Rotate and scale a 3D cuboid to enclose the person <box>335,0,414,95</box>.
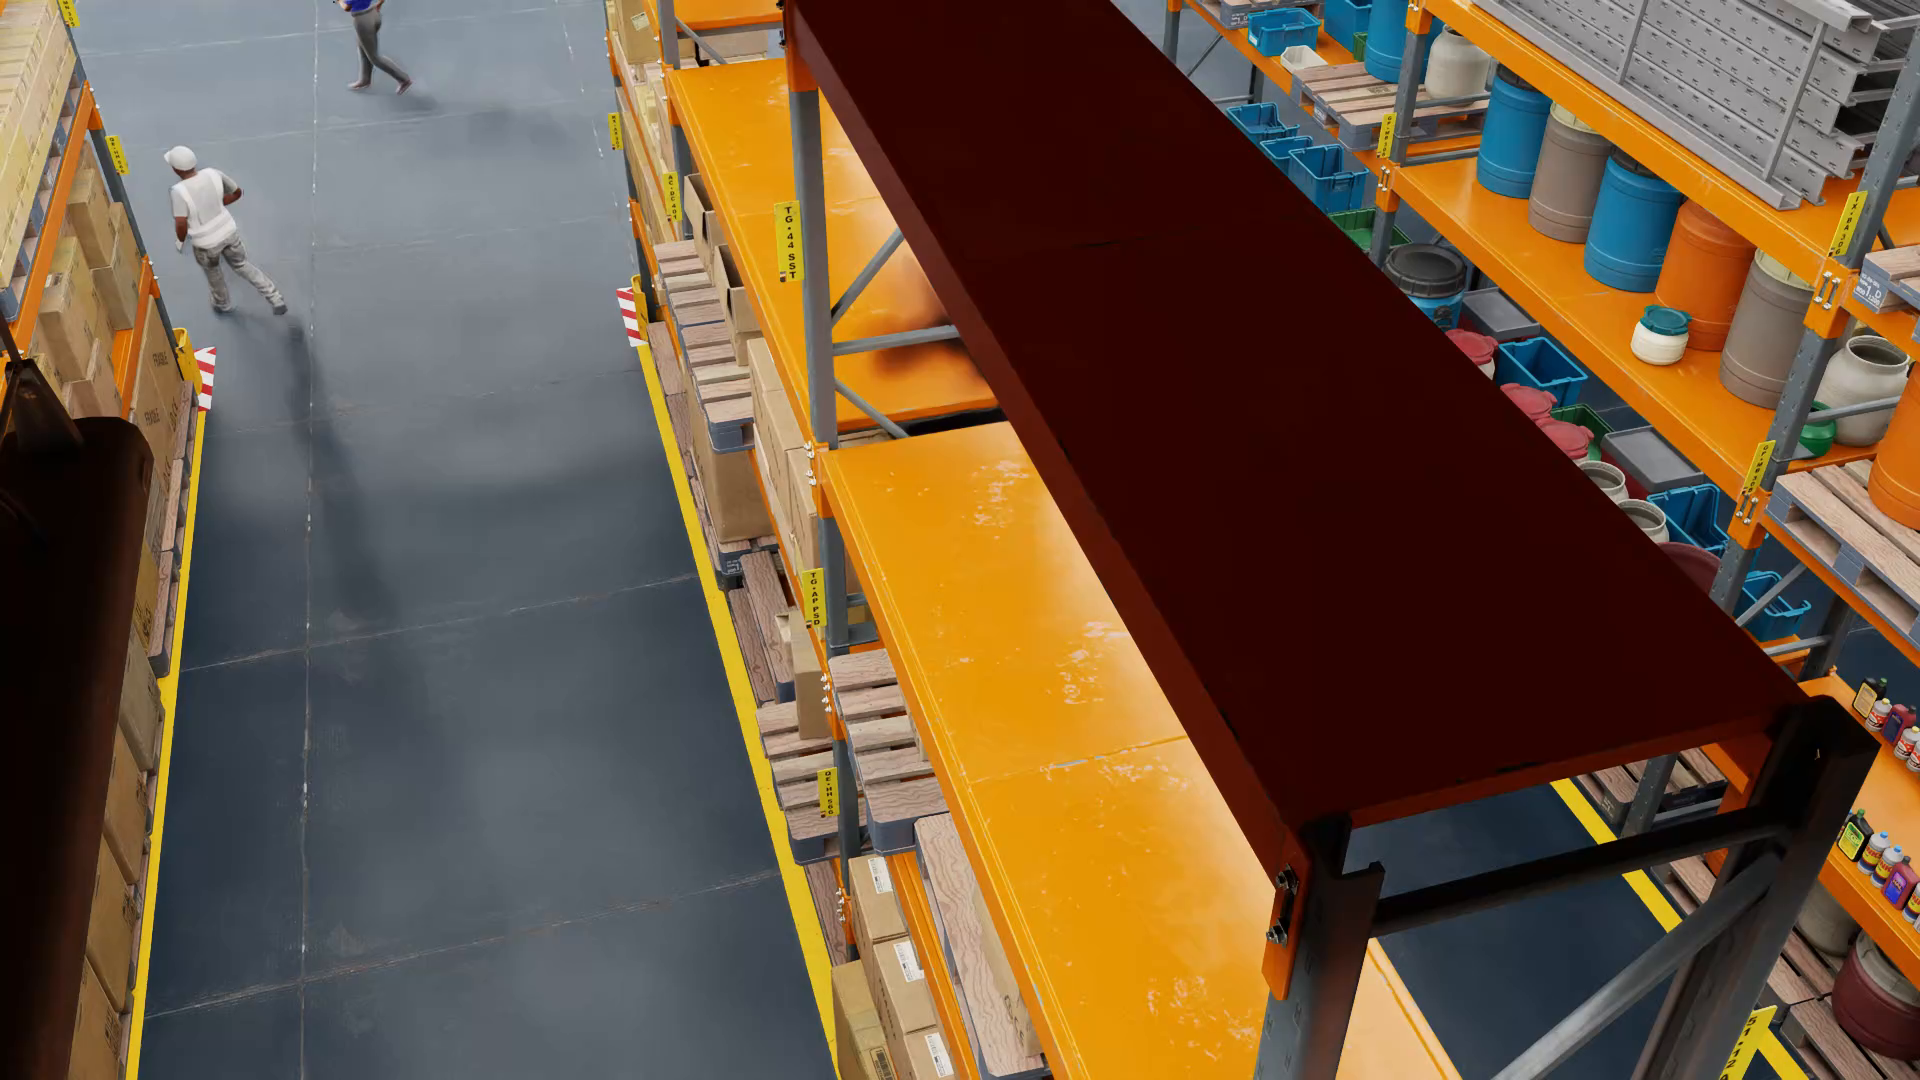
[{"bbox_3d":[-6.723,-5.849,18.842,0.915,1.644,0.574,8,39,10],"label":"person"}]

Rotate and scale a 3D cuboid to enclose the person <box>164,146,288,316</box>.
[{"bbox_3d":[-6.678,-2.695,14.786,0.997,1.752,0.756,18,42,21],"label":"person"}]

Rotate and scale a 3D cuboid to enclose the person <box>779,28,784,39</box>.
[{"bbox_3d":[-1.837,-6.098,19.207,0.653,1.641,0.578,1,38,2],"label":"person"}]

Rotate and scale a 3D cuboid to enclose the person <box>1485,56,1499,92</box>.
[{"bbox_3d":[5.968,-5.505,18.378,0.694,1.722,0.604,5,39,6],"label":"person"}]
